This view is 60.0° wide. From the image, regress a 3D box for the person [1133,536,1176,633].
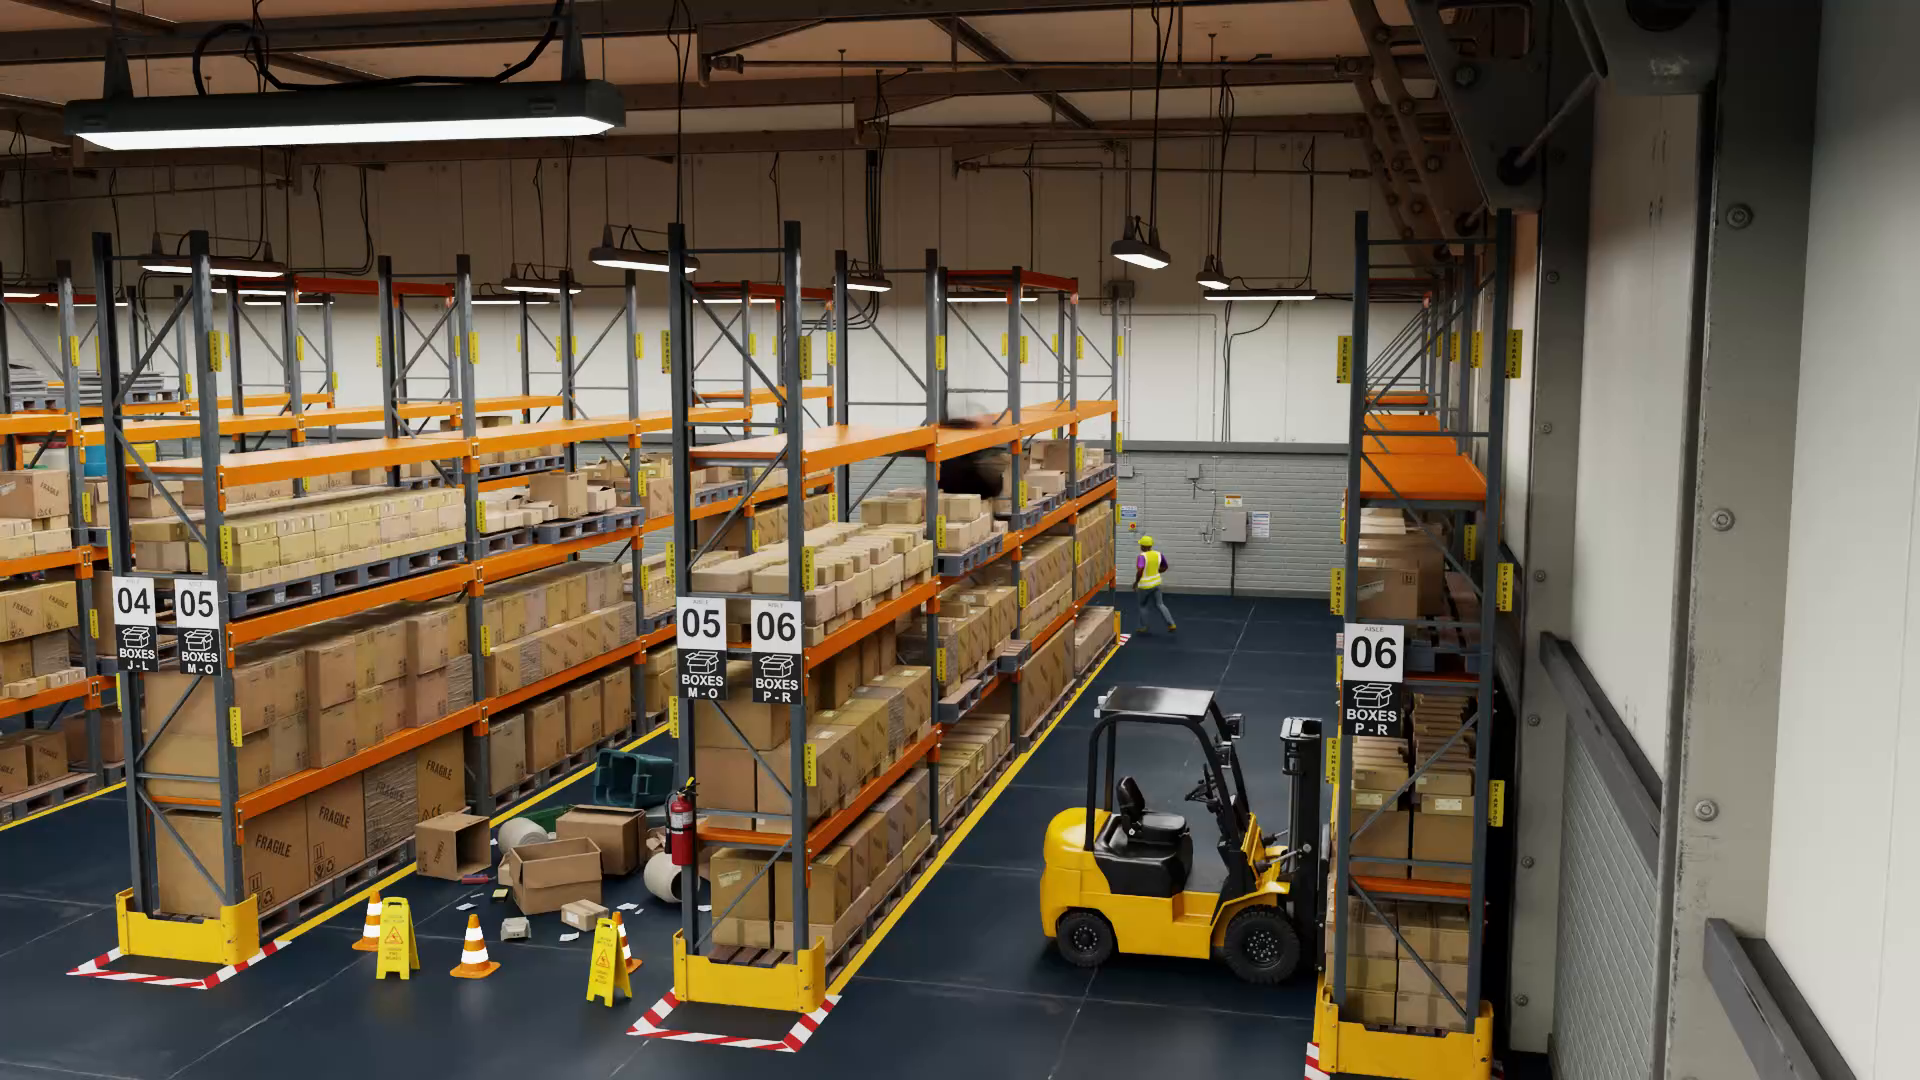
[{"bbox_3d":[3.242,0.790,28.710,0.746,1.754,0.954,-4,8,-29],"label":"person"}]
